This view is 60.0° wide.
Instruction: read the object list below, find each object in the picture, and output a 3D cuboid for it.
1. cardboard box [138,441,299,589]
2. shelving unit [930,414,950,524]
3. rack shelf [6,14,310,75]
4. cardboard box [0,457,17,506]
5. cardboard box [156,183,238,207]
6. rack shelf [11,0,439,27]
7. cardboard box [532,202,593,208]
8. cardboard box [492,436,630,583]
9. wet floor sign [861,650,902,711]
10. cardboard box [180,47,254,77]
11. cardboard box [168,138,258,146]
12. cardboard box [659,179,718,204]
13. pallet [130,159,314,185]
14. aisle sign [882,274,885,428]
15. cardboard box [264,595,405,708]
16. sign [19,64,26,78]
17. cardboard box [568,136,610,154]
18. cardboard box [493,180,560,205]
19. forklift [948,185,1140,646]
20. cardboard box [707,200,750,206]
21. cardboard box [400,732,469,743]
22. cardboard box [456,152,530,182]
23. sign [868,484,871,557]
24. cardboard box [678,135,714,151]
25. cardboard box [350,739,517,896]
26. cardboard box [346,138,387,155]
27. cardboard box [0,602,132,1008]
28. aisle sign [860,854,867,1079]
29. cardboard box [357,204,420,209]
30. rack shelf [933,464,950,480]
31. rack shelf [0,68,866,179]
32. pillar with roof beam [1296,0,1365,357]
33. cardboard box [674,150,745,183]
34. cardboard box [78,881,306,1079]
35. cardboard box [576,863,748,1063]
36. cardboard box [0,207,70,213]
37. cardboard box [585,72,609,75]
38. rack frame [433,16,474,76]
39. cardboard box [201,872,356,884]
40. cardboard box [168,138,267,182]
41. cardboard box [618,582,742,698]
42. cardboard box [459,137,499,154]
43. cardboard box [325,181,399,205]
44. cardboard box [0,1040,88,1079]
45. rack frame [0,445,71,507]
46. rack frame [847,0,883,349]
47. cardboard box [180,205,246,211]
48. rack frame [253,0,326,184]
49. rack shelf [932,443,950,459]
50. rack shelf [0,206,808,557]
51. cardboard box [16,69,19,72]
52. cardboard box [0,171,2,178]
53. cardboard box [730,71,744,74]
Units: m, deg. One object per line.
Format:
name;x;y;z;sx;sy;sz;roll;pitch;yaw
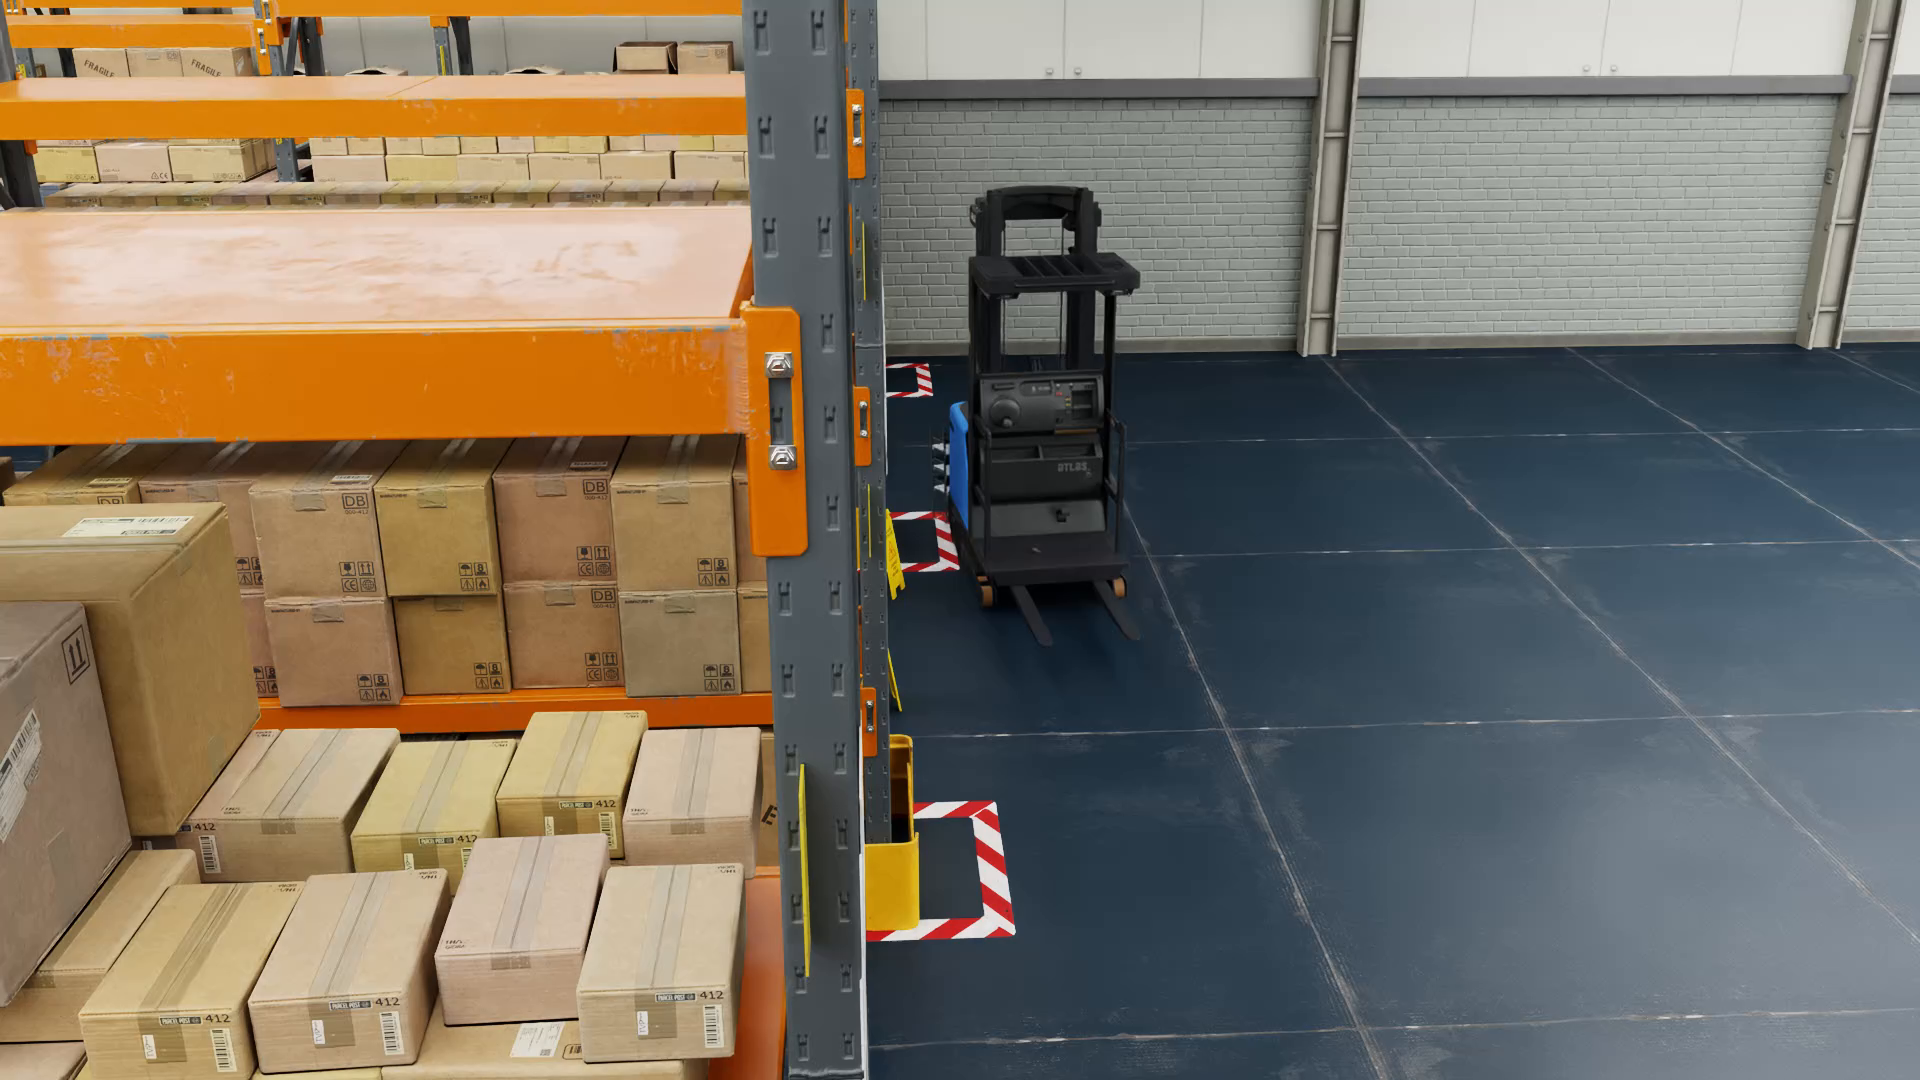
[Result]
cardboard box;-3.516;-0.171;8.127;0.550;0.550;0.875;-1;21;-3
shelving unit;-0.091;-0.612;13.941;0.210;0.900;0.258;-11;20;-28
rack shelf;-6.809;-3.545;11.858;4.000;0.370;1.077;-1;21;-3
cardboard box;-4.924;-0.051;7.992;0.500;0.500;0.700;-2;21;-4
cardboard box;-3.579;-1.579;7.840;0.250;0.149;0.380;-1;21;-3
rack shelf;-7.096;-5.308;16.489;4.000;0.370;1.077;-1;21;-3
cardboard box;-1.765;-1.382;7.322;0.250;0.149;0.380;-1;21;-3
cardboard box;-1.919;-0.204;8.212;0.550;0.550;0.875;-1;21;-3
wet floor sign;-0.520;0.766;10.701;0.232;0.644;0.267;-5;21;-12
cardboard box;-7.340;-4.627;16.472;0.500;0.500;0.500;-1;21;-2
cardboard box;-5.384;-3.010;12.013;0.500;0.250;0.500;-1;21;-2
cardboard box;-1.292;-1.626;7.963;0.250;0.149;0.380;-1;21;-4
pallet;-5.435;-2.644;12.399;1.003;0.211;1.213;-1;21;-3
aisle sign;-0.382;-0.953;8.255;0.004;0.787;0.394;-1;21;-3
cardboard box;-2.968;0.381;8.194;0.550;0.550;0.875;-1;21;-3
sign;-9.064;-4.438;16.119;0.005;0.325;0.100;-1;21;-3
cardboard box;-2.669;-2.889;12.009;0.250;0.149;0.380;-1;21;-2
cardboard box;-2.056;-1.611;7.922;0.250;0.149;0.380;-1;21;-4
forklift;0.643;-1.005;12.142;1.130;2.935;3.031;-3;21;-9
cardboard box;-1.002;-1.398;7.363;0.250;0.149;0.380;-1;21;-3
cardboard box;-2.897;1.240;8.543;0.875;0.875;0.875;-1;21;-3
cardboard box;-3.342;-2.707;12.092;0.500;0.250;0.500;-1;21;-3
sign;-0.418;-0.089;7.678;0.005;0.325;0.100;-1;21;-3
cardboard box;-1.909;-2.942;12.148;0.250;0.149;0.380;-1;21;-3
cardboard box;-1.051;0.559;3.371;0.250;0.149;0.380;-2;21;-4
cardboard box;-4.221;-2.868;11.956;0.250;0.149;0.380;-1;21;-1
cardboard box;-1.786;0.434;2.788;0.500;0.500;0.500;-1;21;-3
aisle sign;-0.174;1.024;3.061;0.004;0.787;0.394;-1;21;-3
cardboard box;-2.527;-1.366;7.280;0.250;0.149;0.380;-1;21;-3
rack shelf;-0.090;-0.580;13.951;0.200;0.077;0.258;-11;20;-28
rack shelf;-2.432;-1.870;7.458;4.000;0.370;1.077;-1;21;-3
pillar with roof beam;4.383;-4.852;13.717;0.400;9.000;9.100;-1;21;-3
cardboard box;-1.818;-2.746;12.195;0.500;0.250;0.500;-1;21;-4
cardboard box;-1.295;0.754;2.859;0.250;0.149;0.380;-1;21;-3
cardboard box;-0.513;0.732;2.916;0.250;0.149;0.380;-1;21;-3
cardboard box;-4.046;-1.335;7.199;0.250;0.149;0.380;-1;21;-3
cardboard box;-3.600;-4.573;16.658;0.258;0.266;0.396;-2;21;-4
rack frame;-5.099;-5.872;16.397;0.127;3.000;1.000;-1;21;-3
cardboard box;-1.263;0.733;3.475;0.500;0.250;0.500;-2;21;-4
cardboard box;-5.387;-2.770;12.085;0.500;0.250;0.500;-2;21;-4
cardboard box;-1.351;0.342;8.295;0.550;0.550;0.875;-1;21;-3
cardboard box;-3.449;-2.889;12.011;0.250;0.149;0.380;-2;21;-5
cardboard box;-2.822;-1.595;7.880;0.250;0.149;0.380;-1;21;-4
cardboard box;-1.730;0.921;2.982;0.500;0.250;0.500;-1;21;-2
rack frame;-4.429;0.451;8.220;0.127;3.000;1.000;-1;21;-3
rack frame;-0.435;-2.434;7.366;0.127;3.000;1.000;-1;21;-3
cardboard box;-3.285;-1.351;7.241;0.250;0.149;0.380;-1;21;-4
rack frame;-4.812;-4.109;11.766;0.127;3.000;1.000;-1;21;-3
rack shelf;-0.095;-0.752;13.897;0.200;0.077;0.258;-11;20;-28
rack shelf;-2.250;-0.291;2.755;4.000;0.370;1.077;-1;21;-3
cardboard box;-9.419;-4.532;16.326;0.250;0.149;0.380;0;21;-1
cardboard box;-7.285;-2.715;12.176;0.637;0.503;0.797;-1;21;-3
cardboard box;-2.169;-4.602;16.734;0.258;0.266;0.396;-1;21;-3
